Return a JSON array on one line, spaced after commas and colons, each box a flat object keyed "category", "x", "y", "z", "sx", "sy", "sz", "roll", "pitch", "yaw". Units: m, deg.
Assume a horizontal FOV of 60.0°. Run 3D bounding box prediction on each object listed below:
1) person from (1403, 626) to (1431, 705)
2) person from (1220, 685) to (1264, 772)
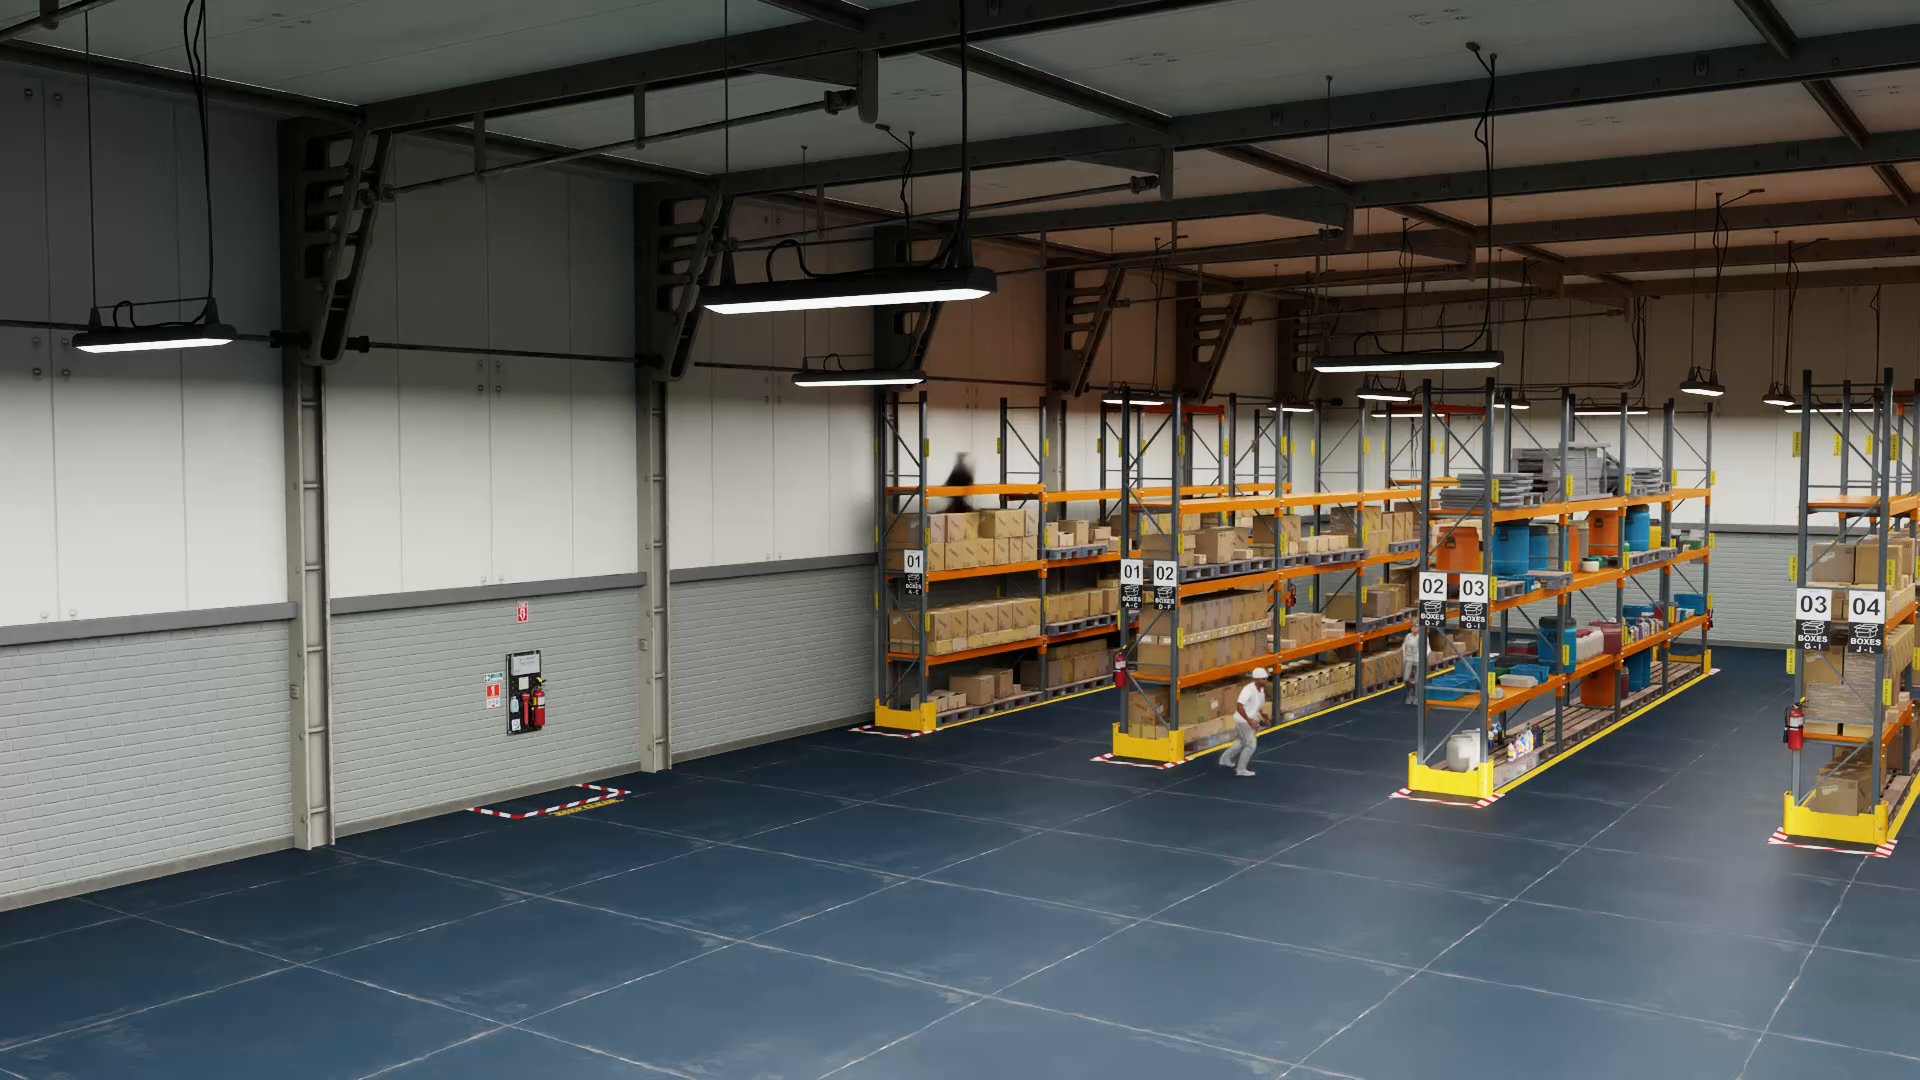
[{"category": "person", "x": 8.842, "y": 2.396, "z": 32.291, "sx": 0.608, "sy": 1.636, "sz": 0.559, "roll": 2, "pitch": 4, "yaw": 30}, {"category": "person", "x": 4.269, "y": 2.846, "z": 25.378, "sx": 0.712, "sy": 1.380, "sz": 0.657, "roll": 2, "pitch": 4, "yaw": 28}]
